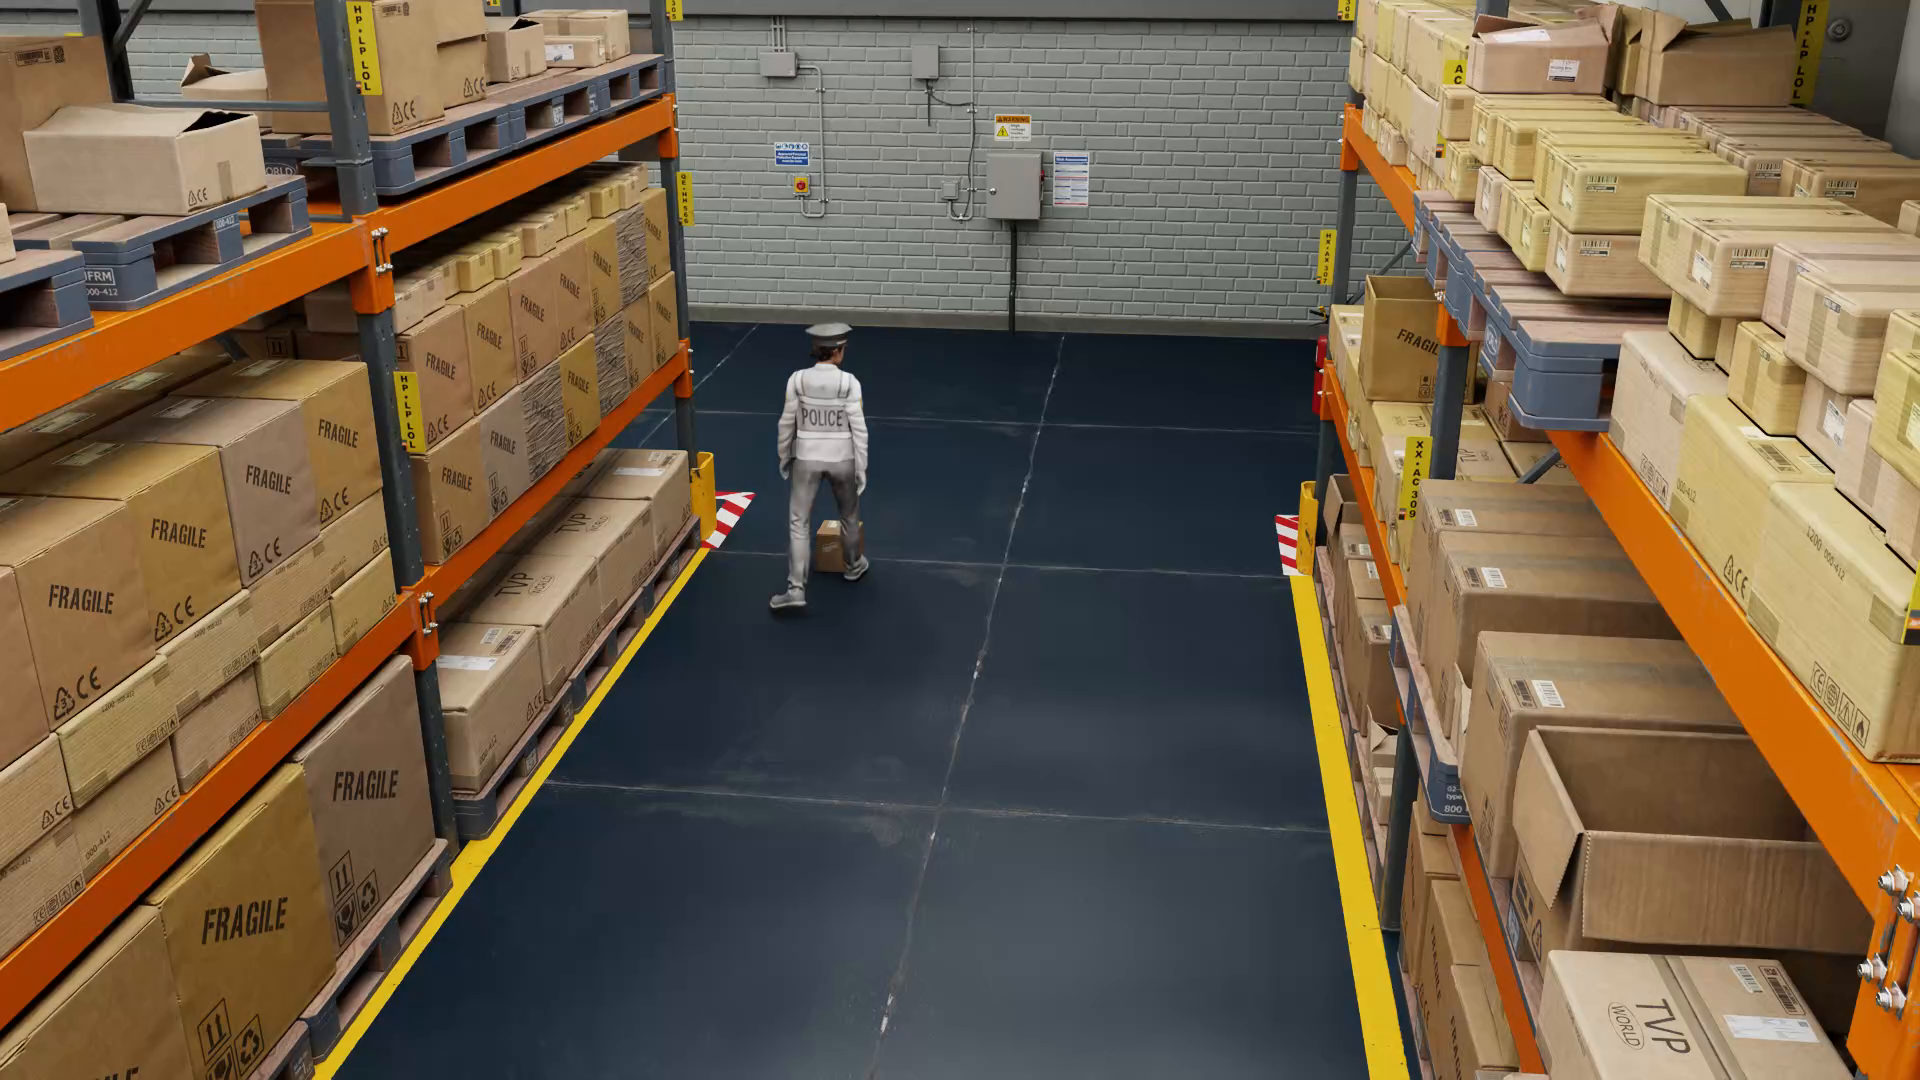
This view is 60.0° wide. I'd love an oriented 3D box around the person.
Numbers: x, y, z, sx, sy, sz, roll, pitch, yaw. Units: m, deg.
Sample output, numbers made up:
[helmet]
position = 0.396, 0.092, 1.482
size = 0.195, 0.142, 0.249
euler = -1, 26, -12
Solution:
[person]
position = -0.828, -0.446, 9.715
size = 0.587, 1.630, 0.901
euler = -1, 21, -2
